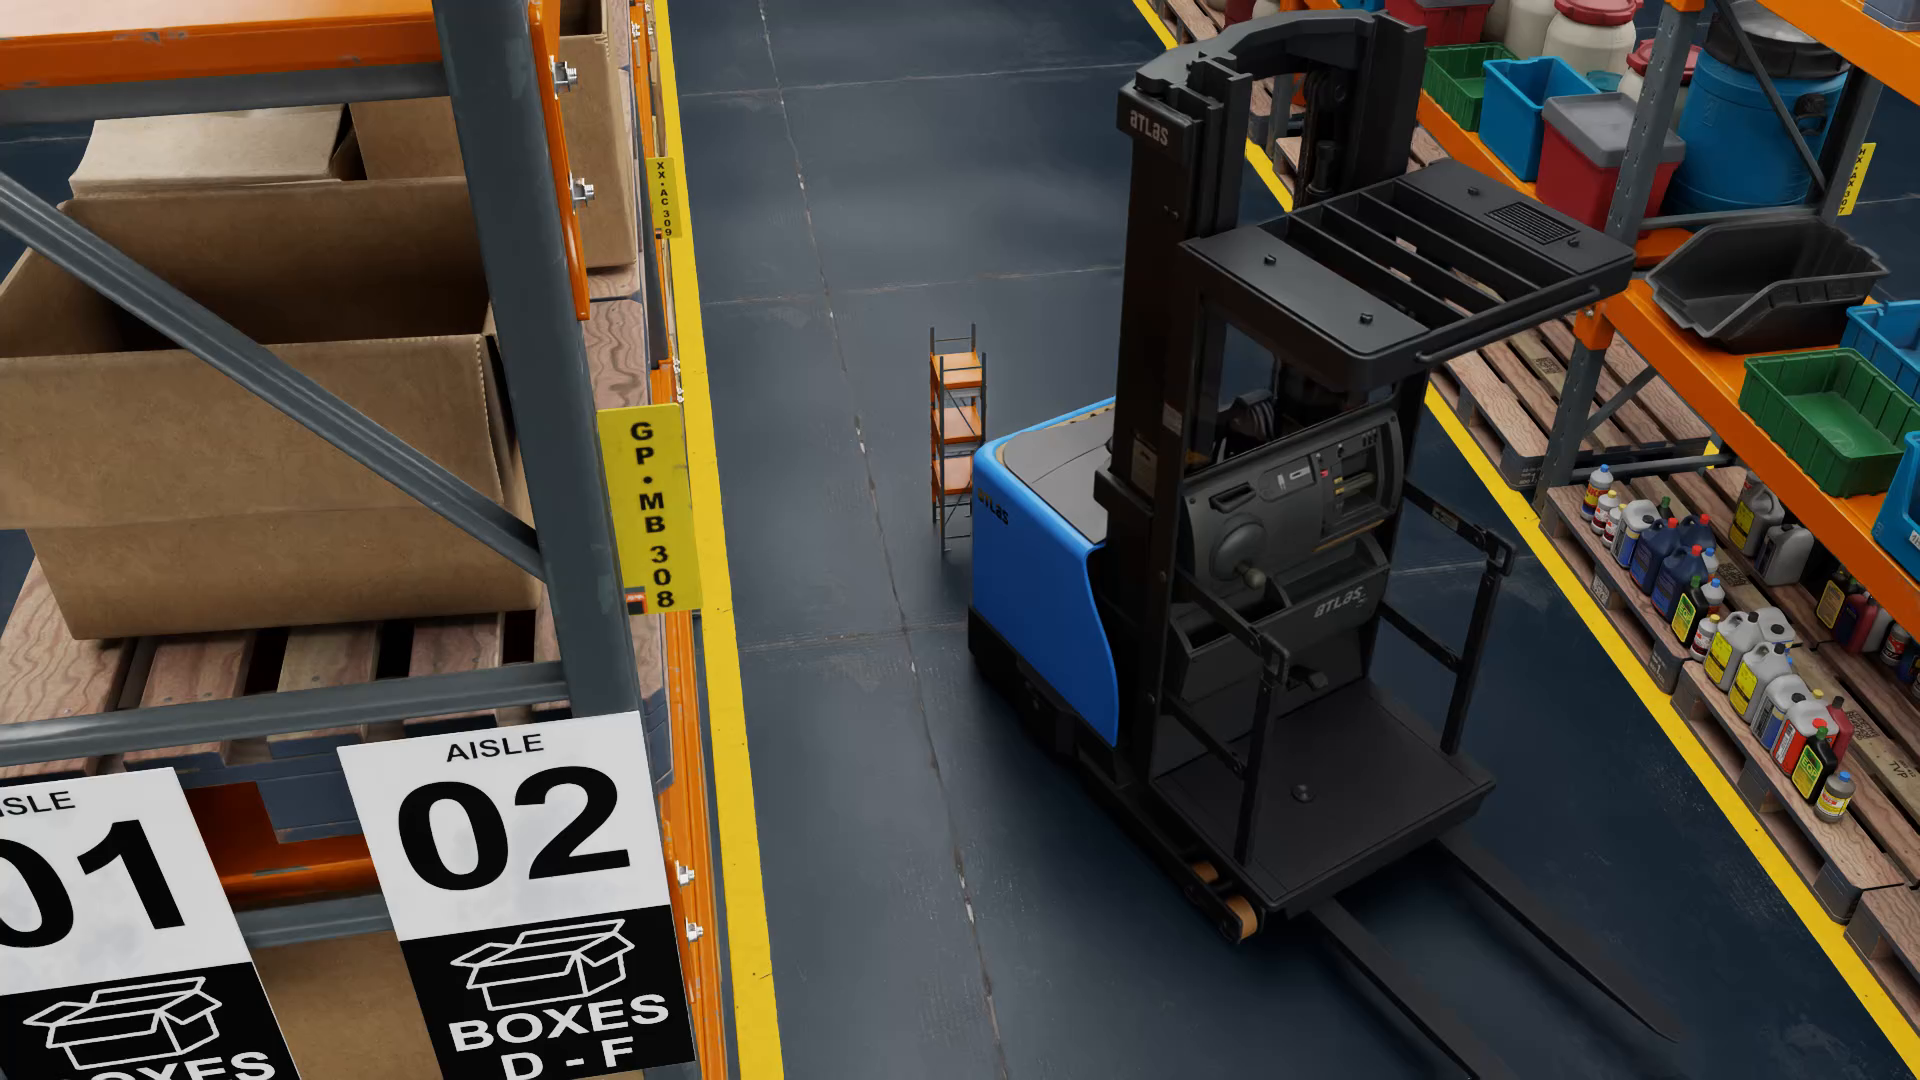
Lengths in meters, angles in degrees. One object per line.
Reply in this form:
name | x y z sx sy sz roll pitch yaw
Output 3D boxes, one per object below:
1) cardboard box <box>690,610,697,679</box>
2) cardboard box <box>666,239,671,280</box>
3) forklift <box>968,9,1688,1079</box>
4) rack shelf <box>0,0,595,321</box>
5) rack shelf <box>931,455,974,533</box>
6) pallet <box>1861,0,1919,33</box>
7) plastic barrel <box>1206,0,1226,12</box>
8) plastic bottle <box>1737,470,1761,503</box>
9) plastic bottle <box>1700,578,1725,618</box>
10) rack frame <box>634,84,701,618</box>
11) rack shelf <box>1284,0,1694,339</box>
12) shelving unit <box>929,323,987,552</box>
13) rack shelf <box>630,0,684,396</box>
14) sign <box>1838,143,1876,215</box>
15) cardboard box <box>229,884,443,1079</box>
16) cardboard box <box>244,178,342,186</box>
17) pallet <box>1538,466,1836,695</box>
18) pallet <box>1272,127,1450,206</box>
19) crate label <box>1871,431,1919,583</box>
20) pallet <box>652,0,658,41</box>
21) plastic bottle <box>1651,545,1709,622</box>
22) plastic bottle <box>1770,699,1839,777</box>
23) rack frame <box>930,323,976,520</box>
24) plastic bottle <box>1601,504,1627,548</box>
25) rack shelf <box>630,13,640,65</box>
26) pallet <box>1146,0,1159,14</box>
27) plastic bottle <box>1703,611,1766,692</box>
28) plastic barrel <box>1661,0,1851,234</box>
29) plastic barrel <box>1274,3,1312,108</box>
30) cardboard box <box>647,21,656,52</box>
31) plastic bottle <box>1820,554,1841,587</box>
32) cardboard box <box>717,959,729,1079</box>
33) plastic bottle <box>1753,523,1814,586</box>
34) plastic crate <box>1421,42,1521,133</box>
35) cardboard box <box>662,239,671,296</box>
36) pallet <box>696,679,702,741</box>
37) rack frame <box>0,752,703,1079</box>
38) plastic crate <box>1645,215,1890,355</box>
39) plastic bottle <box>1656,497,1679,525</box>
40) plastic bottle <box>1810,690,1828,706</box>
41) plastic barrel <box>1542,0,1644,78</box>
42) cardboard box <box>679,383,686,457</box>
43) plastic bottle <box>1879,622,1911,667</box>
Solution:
cardboard box | -1.345 0.344 6.761 0.500 0.250 0.500 -6 38 -8
cardboard box | -1.831 -1.422 9.034 0.500 0.250 0.500 -5 38 -7
forklift | 1.248 -0.066 5.446 1.130 2.935 3.031 -21 43 -25
rack shelf | -1.291 -1.551 3.324 1.077 0.370 4.000 -6 38 -8
rack shelf | -0.009 -0.219 7.647 0.215 0.259 0.240 -6 38 -8
pallet | 3.458 -2.047 5.649 1.213 0.211 1.003 -6 38 -8
plastic barrel | 2.047 -4.269 12.486 0.421 0.512 0.421 0 38 0
plastic bottle | 3.606 -0.246 7.544 0.097 0.201 0.097 0 38 0
plastic bottle | 3.064 0.272 6.820 0.097 0.271 0.097 0 38 0
rack frame | -1.642 -0.832 6.376 1.000 3.000 0.127 -6 38 -8
rack shelf | 2.885 -2.287 8.835 1.077 0.370 4.000 -6 38 -8
shelving unit | -0.009 -0.447 7.470 0.215 1.050 0.252 -6 38 -8
rack shelf | -1.992 -1.756 8.152 1.077 0.370 4.000 -6 38 -8
sign | 3.779 -1.524 7.042 0.100 0.325 0.005 -6 38 -8
cardboard box | -1.019 0.717 3.243 0.700 0.500 0.500 -6 38 -8
cardboard box | -1.402 -0.430 3.079 0.500 0.250 0.500 -6 38 -8
pallet | 3.312 0.149 7.387 1.003 0.211 1.213 -6 38 -8
pallet | 2.632 -2.205 10.417 1.003 0.211 1.213 -6 38 -8
crate label | 3.348 -0.043 5.332 0.502 0.435 0.616 -6 38 -8
pallet | -2.864 -4.076 12.824 1.003 0.211 1.213 -6 38 -8
plastic bottle | 3.002 0.156 6.905 0.144 0.351 0.185 -8 39 -10
plastic bottle | 3.166 0.738 6.217 0.152 0.276 0.135 -6 38 -8
rack frame | -0.031 -0.521 7.564 0.200 1.050 0.008 -6 38 -8
plastic bottle | 2.896 -0.069 7.316 0.097 0.201 0.097 0 38 0
rack shelf | -1.992 -2.941 7.231 1.077 0.370 4.000 -6 38 -8
pallet | 1.927 -4.623 13.528 1.003 0.211 1.213 -6 38 -8
plastic bottle | 3.076 0.413 6.574 0.144 0.351 0.185 -7 38 -8
plastic barrel | 3.466 -1.827 7.247 0.600 0.901 0.708 -6 38 -8
plastic barrel | 2.432 -3.381 11.084 0.600 0.830 0.708 -6 38 -8
cardboard box | -2.239 -3.056 10.918 0.500 0.500 0.500 -8 38 -10
plastic bottle | 3.736 0.104 7.026 0.061 0.283 0.133 -4 38 -5
cardboard box | -0.994 1.552 5.206 0.500 0.250 0.500 -6 38 -8
plastic bottle | 3.525 0.044 7.110 0.152 0.276 0.135 -6 38 -8
plastic crate | 2.652 -2.300 8.439 0.450 0.188 0.662 -6 38 -8
cardboard box | -1.740 -1.338 8.470 0.500 0.311 0.500 -5 38 -7
pallet | -1.543 0.754 6.607 1.003 0.211 1.213 -6 38 -8
rack frame | -0.940 1.584 3.266 1.000 3.000 0.127 -6 38 -8
plastic crate | 3.202 -1.008 6.653 0.767 0.338 0.504 -6 38 -8
plastic bottle | 3.048 -0.044 7.217 0.061 0.283 0.133 -6 38 -8
plastic bottle | 3.261 0.659 6.379 0.097 0.201 0.097 0 38 0
plastic barrel | 3.155 -2.461 8.362 0.433 0.535 0.433 0 38 0
cardboard box | -1.557 -0.491 7.836 0.500 0.250 0.500 -5 38 -7
plastic bottle | 3.795 0.405 6.706 0.097 0.201 0.097 0 38 0
